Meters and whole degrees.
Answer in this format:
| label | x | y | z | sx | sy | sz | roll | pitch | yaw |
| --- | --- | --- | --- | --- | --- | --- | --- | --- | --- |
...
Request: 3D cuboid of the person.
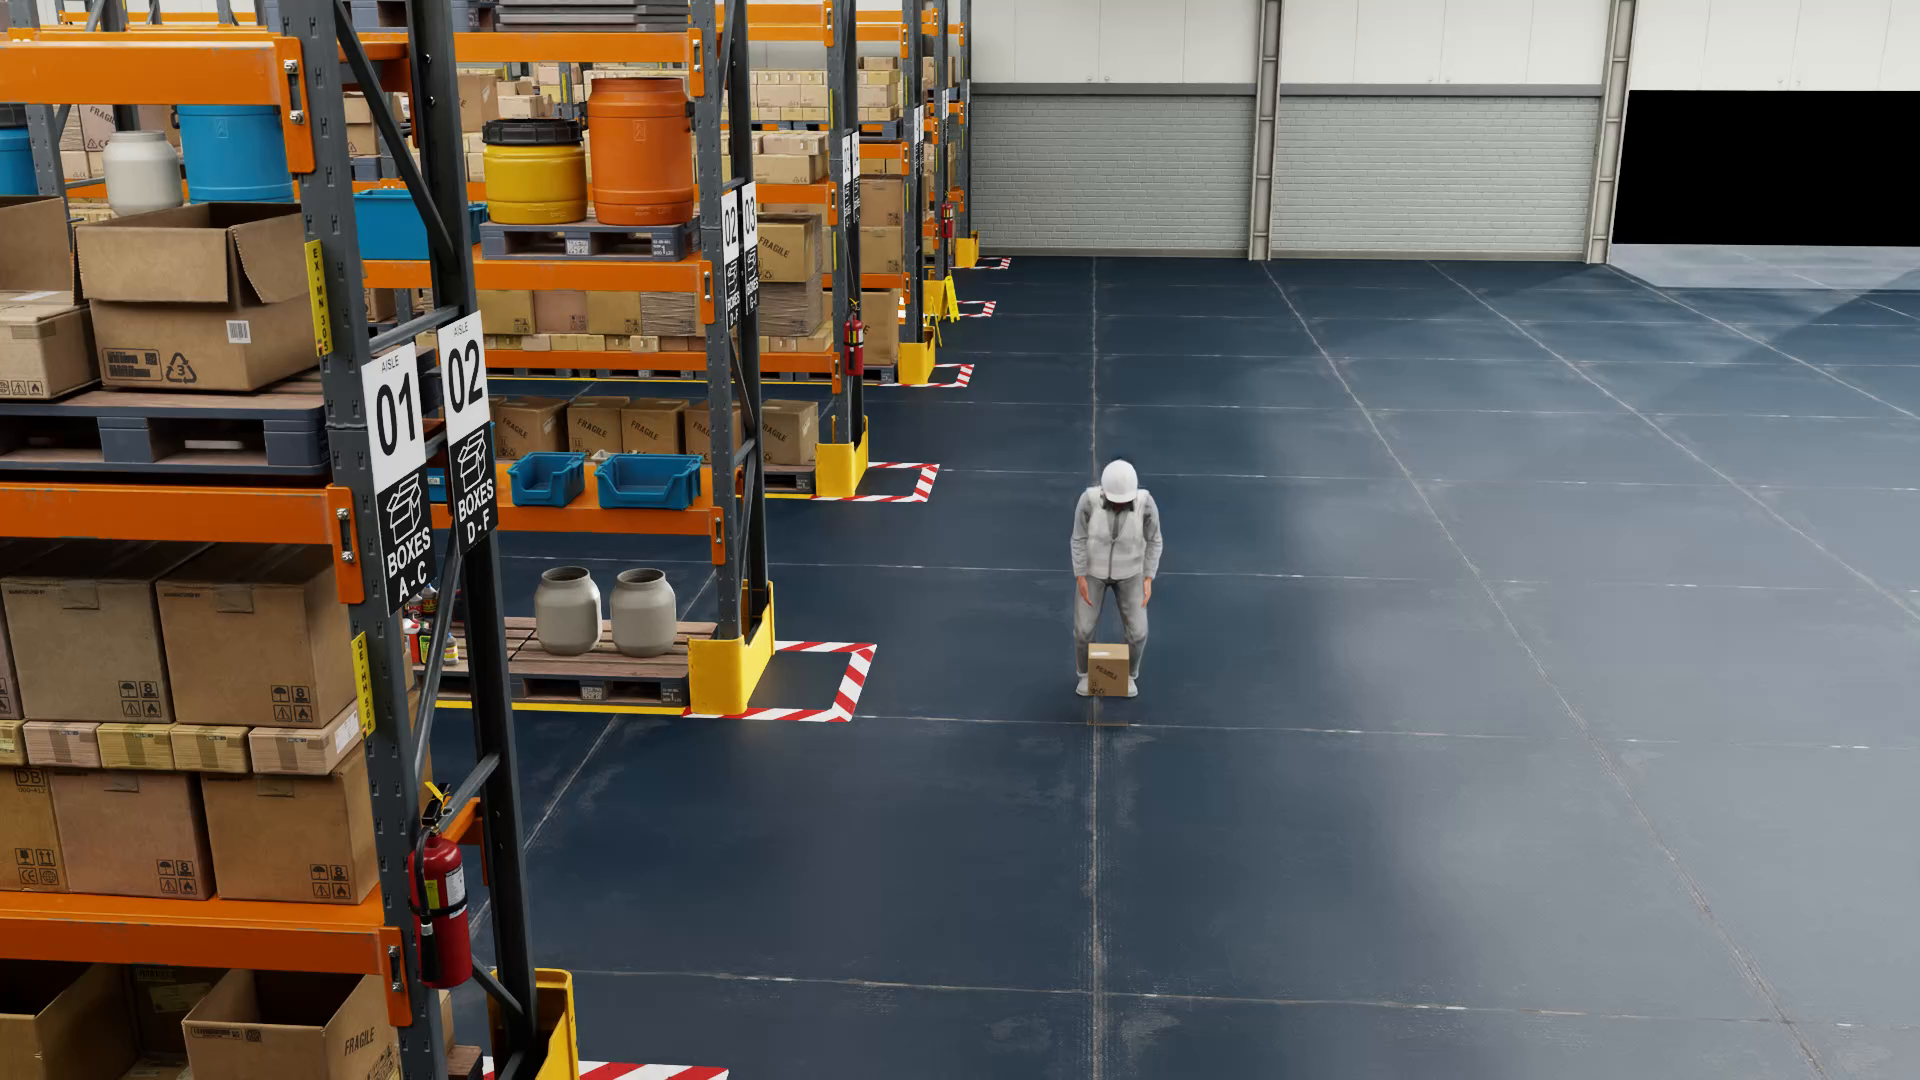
| label | x | y | z | sx | sy | sz | roll | pitch | yaw |
| --- | --- | --- | --- | --- | --- | --- | --- | --- | --- |
| person | 0.990 | 0.224 | 10.583 | 0.583 | 1.607 | 0.627 | 1 | 17 | 5 |
